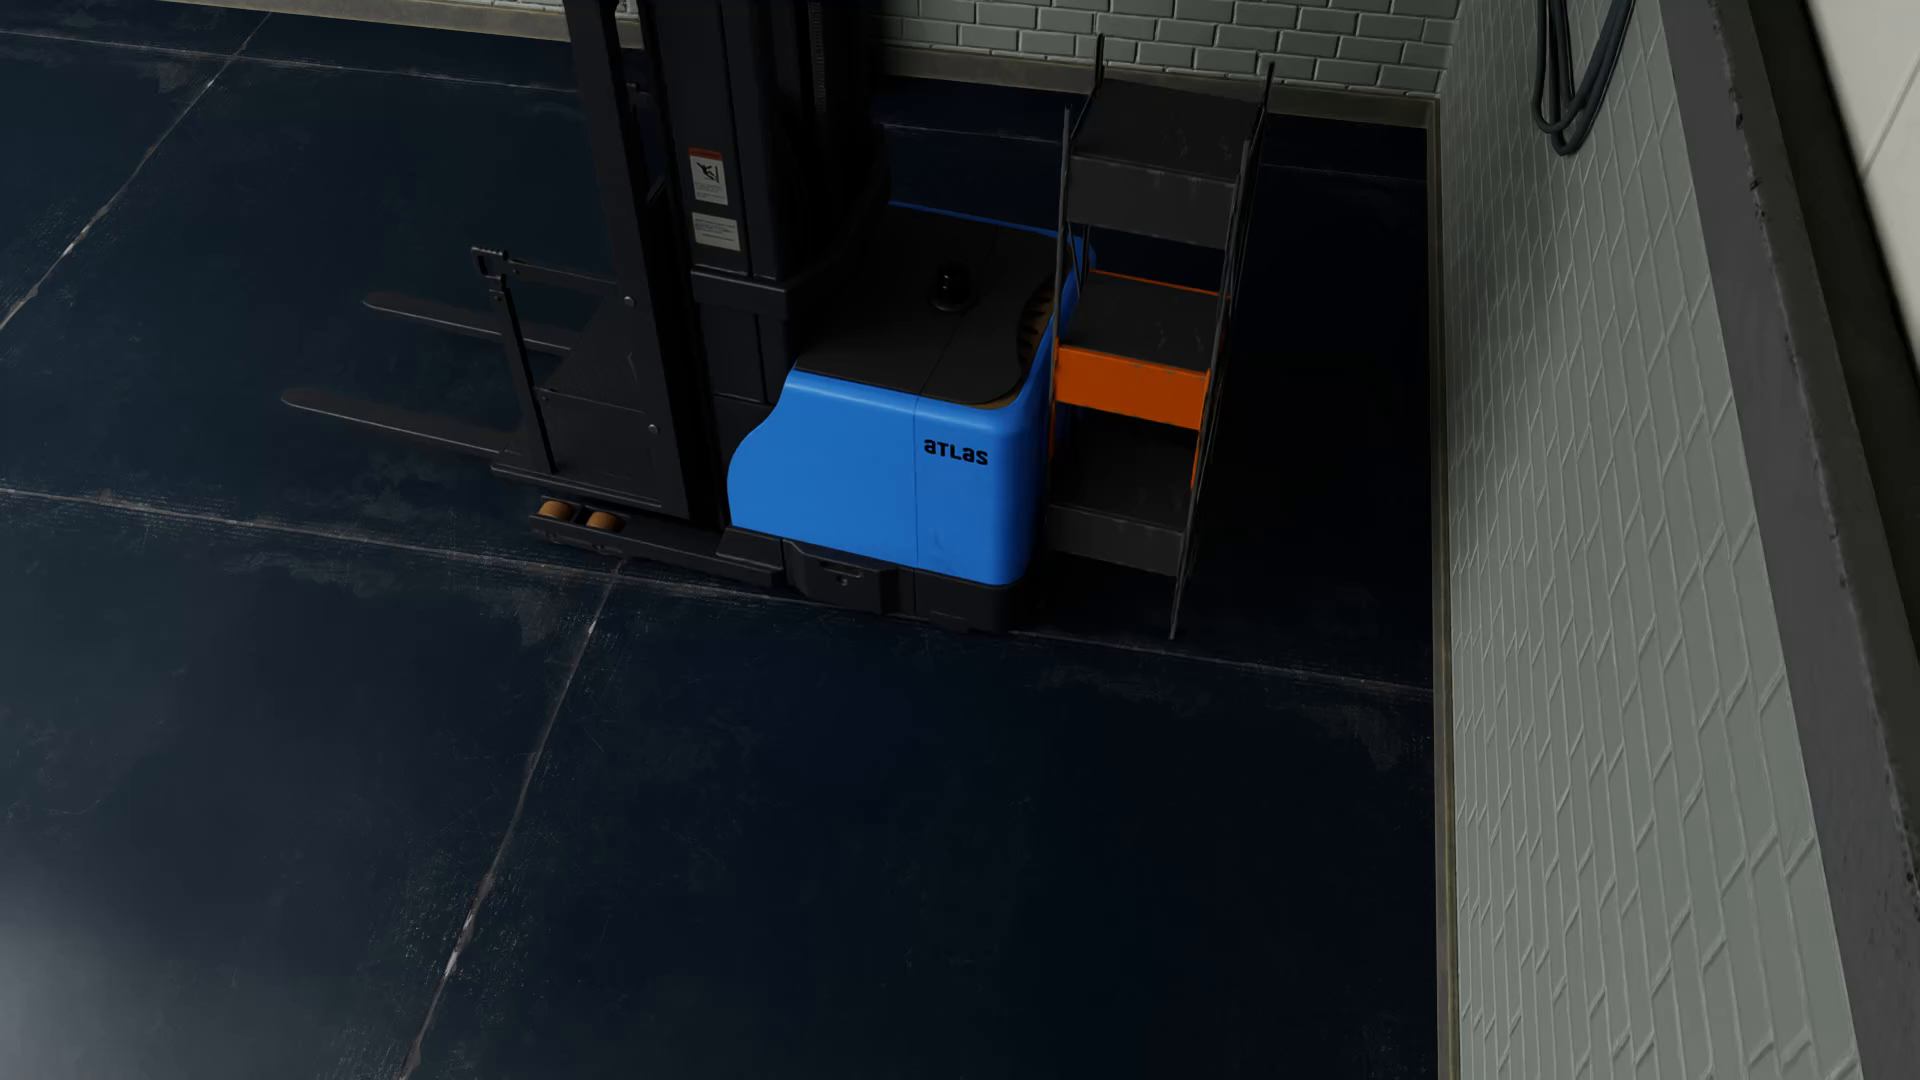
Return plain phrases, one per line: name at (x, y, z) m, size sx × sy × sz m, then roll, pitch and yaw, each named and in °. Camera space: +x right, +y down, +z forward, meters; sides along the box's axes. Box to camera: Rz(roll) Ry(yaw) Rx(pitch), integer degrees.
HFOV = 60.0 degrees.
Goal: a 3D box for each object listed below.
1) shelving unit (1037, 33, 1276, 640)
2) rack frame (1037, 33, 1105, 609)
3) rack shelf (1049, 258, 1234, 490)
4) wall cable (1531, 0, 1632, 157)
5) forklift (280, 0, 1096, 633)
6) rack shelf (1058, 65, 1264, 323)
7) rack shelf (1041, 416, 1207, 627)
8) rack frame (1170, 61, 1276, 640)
shelving unit at (0.579, -0.541, 5.324) m, size 0.503 × 2.100 × 0.431 m, roll 13°, pitch 49°, yaw 11°
rack frame at (0.346, -0.593, 5.372) m, size 0.015 × 2.100 × 0.400 m, roll 13°, pitch 49°, yaw 11°
rack shelf at (0.579, -0.532, 5.334) m, size 0.480 × 0.518 × 0.431 m, roll 13°, pitch 49°, yaw 11°
wall cable at (1.976, -2.907, 4.900) m, size 0.112 × 2.526 × 3.097 m, roll 8°, pitch 49°, yaw 7°
forklift at (-1.091, -1.285, 5.434) m, size 3.031 × 2.935 × 1.130 m, roll 13°, pitch 49°, yaw 11°
rack shelf at (0.579, -0.999, 4.814) m, size 0.480 × 0.518 × 0.431 m, roll 13°, pitch 49°, yaw 11°
rack shelf at (0.579, -0.064, 5.855) m, size 0.480 × 0.518 × 0.431 m, roll 13°, pitch 49°, yaw 11°
rack frame at (0.812, -0.488, 5.277) m, size 0.015 × 2.100 × 0.400 m, roll 13°, pitch 49°, yaw 11°
